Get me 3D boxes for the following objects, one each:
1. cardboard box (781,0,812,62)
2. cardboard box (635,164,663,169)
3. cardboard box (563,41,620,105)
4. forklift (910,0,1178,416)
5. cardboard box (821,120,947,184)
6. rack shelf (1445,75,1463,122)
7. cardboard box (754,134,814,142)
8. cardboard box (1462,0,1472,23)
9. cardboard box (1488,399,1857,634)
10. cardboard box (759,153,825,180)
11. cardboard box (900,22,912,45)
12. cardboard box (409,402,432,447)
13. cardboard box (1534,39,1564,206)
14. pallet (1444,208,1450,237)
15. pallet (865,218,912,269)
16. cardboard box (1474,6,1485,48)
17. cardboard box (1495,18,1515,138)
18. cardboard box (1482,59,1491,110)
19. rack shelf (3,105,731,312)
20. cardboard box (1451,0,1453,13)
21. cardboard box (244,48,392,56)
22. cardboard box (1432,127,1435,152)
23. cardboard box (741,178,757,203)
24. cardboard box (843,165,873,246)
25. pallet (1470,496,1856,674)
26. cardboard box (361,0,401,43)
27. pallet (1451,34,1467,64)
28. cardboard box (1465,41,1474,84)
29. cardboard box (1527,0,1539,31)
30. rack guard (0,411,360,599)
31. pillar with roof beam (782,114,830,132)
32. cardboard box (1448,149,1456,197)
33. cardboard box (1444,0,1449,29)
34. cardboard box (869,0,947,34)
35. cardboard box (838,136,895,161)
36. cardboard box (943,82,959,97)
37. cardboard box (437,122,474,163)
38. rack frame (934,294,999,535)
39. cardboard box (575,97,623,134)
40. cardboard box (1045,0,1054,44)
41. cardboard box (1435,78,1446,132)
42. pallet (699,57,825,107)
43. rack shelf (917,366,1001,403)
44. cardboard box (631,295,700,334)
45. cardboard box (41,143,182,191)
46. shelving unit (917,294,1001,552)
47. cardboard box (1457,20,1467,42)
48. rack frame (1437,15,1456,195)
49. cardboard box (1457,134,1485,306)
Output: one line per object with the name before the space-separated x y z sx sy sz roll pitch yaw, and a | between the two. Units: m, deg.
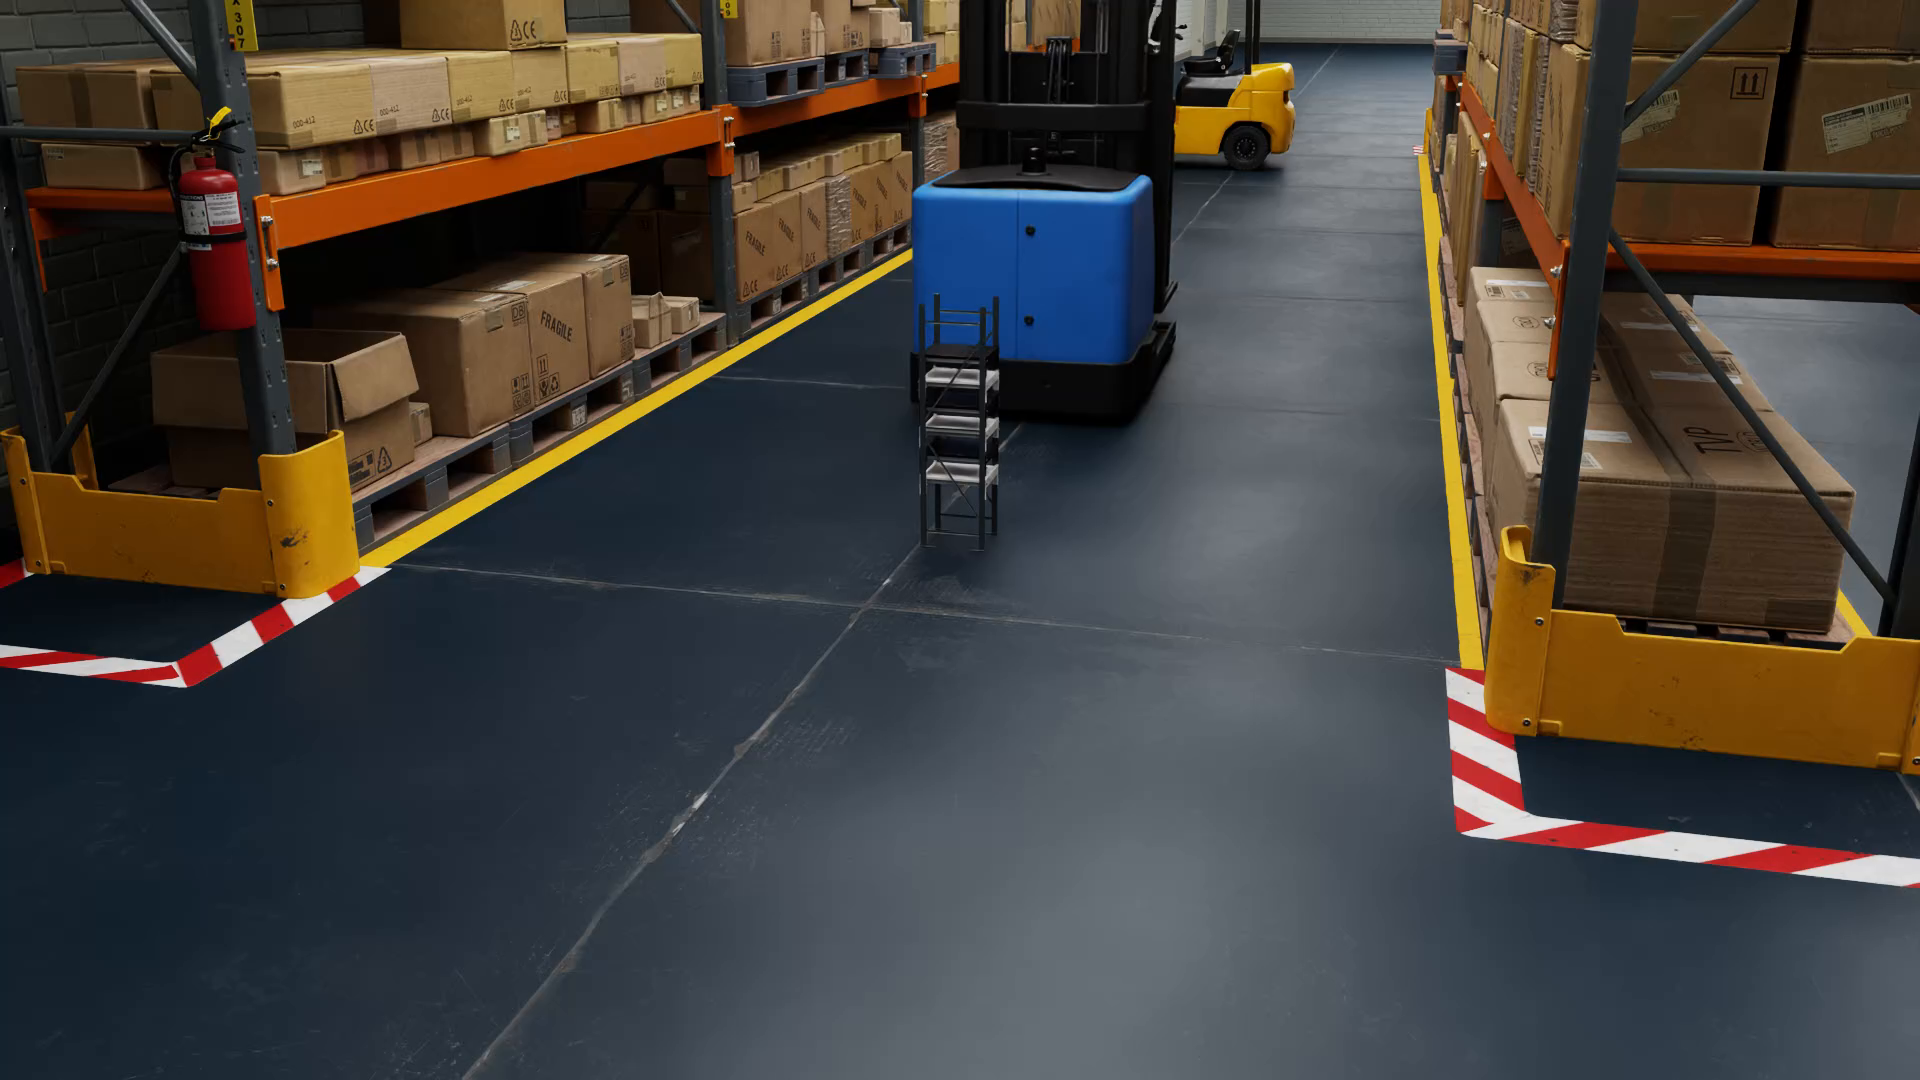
cardboard box | -1.291 -3.088 9.782 0.700 0.500 0.500 5 19 14
cardboard box | -1.795 -2.248 10.343 0.380 0.149 0.250 4 19 11
cardboard box | -1.883 -2.123 7.533 0.500 0.250 0.500 5 19 13
forklift | 0.591 -2.397 8.671 1.130 2.935 3.031 4 19 12
cardboard box | -0.610 -3.068 13.554 0.875 0.625 0.625 5 20 15
rack shelf | 4.528 -3.695 13.477 1.077 0.370 4.000 5 19 13
cardboard box | -1.296 -2.902 12.256 0.380 0.149 0.250 5 20 15
cardboard box | 3.880 -3.959 11.874 0.500 0.500 0.500 4 19 12
cardboard box | 2.149 -0.102 5.159 0.875 0.438 0.875 4 19 12
cardboard box | -1.111 -2.461 10.965 0.380 0.149 0.250 5 19 14
cardboard box | -0.564 -3.643 11.950 0.380 0.149 0.250 5 19 14
cardboard box | -2.347 -0.455 6.641 0.380 0.149 0.250 4 19 11
cardboard box | 2.083 -1.276 5.129 0.500 0.500 0.500 4 19 12
pallet | 4.231 -2.333 12.692 1.003 0.211 1.213 5 19 13
pallet | -0.994 -2.248 12.444 1.003 0.211 1.213 5 19 13
cardboard box | 3.415 -3.117 10.132 0.500 0.250 0.500 5 19 13
cardboard box | 2.693 -2.075 7.468 0.500 0.500 0.500 5 20 15
cardboard box | 3.052 -2.403 8.816 0.500 0.250 0.500 4 19 13
rack shelf | -2.241 -1.578 7.280 1.077 0.370 4.000 5 19 13
cardboard box | 4.624 -4.924 14.700 0.500 0.500 0.500 5 20 15
cardboard box | -2.622 -1.843 6.714 0.500 0.250 0.500 5 20 15
cardboard box | 5.275 -4.251 17.596 0.500 0.250 0.500 6 20 17
cardboard box | -1.414 -2.052 9.770 0.380 0.149 0.250 4 19 12
cardboard box | -0.928 -2.345 11.630 0.500 0.500 0.500 6 20 16
pallet | 2.204 0.162 5.386 1.003 0.211 1.213 5 19 13
cardboard box | -2.374 -2.524 7.549 0.500 0.500 0.500 4 19 12
pallet | 4.483 -3.941 13.382 1.003 0.211 1.213 5 19 13
cardboard box | 3.675 -3.204 11.158 0.500 0.250 0.500 4 19 12
cardboard box | 2.319 -2.069 5.904 0.500 0.500 0.500 5 19 13
rack guard | -2.711 -0.132 5.802 1.175 0.500 0.348 5 19 13
pillar with roof beam | 2.844 -6.778 12.109 9.100 9.000 0.400 5 19 13
cardboard box | 4.550 -3.009 13.772 0.950 0.372 0.625 5 20 15
cardboard box | 5.246 -5.495 17.019 0.500 0.500 0.500 4 19 12
cardboard box | -0.406 -4.082 12.958 0.500 0.250 0.500 5 19 13
cardboard box | -0.687 -2.859 12.131 0.380 0.149 0.250 4 19 11
cardboard box | 0.135 -4.593 17.051 0.500 0.250 0.500 5 20 14
cardboard box | -2.155 -1.581 6.563 0.380 0.149 0.250 5 19 14
rack frame | 0.023 -0.455 6.128 0.240 0.900 0.006 5 19 13
cardboard box | -1.794 -1.977 7.725 0.380 0.149 0.250 4 19 13
cardboard box | 0.675 -5.383 17.152 0.500 0.500 0.500 5 19 14
cardboard box | 5.147 -4.440 16.991 0.500 0.500 0.500 6 20 16
pallet | -1.451 -2.696 9.738 1.003 0.211 1.213 5 19 13
rack shelf | -0.002 -0.562 5.987 0.258 0.077 0.200 5 19 13
cardboard box | -1.604 -1.197 8.812 0.380 0.149 0.250 4 19 12
cardboard box | -2.909 -1.298 5.735 0.380 0.149 0.250 4 19 13
shelving unit | -0.002 -0.423 6.035 0.258 0.900 0.210 5 19 13
cardboard box | 3.904 -3.782 12.357 0.380 0.149 0.250 4 19 13
rack frame | 5.016 -4.662 15.196 1.000 3.000 0.127 5 19 13
cardboard box | 3.349 -1.832 9.548 0.875 0.875 0.875 5 20 15
